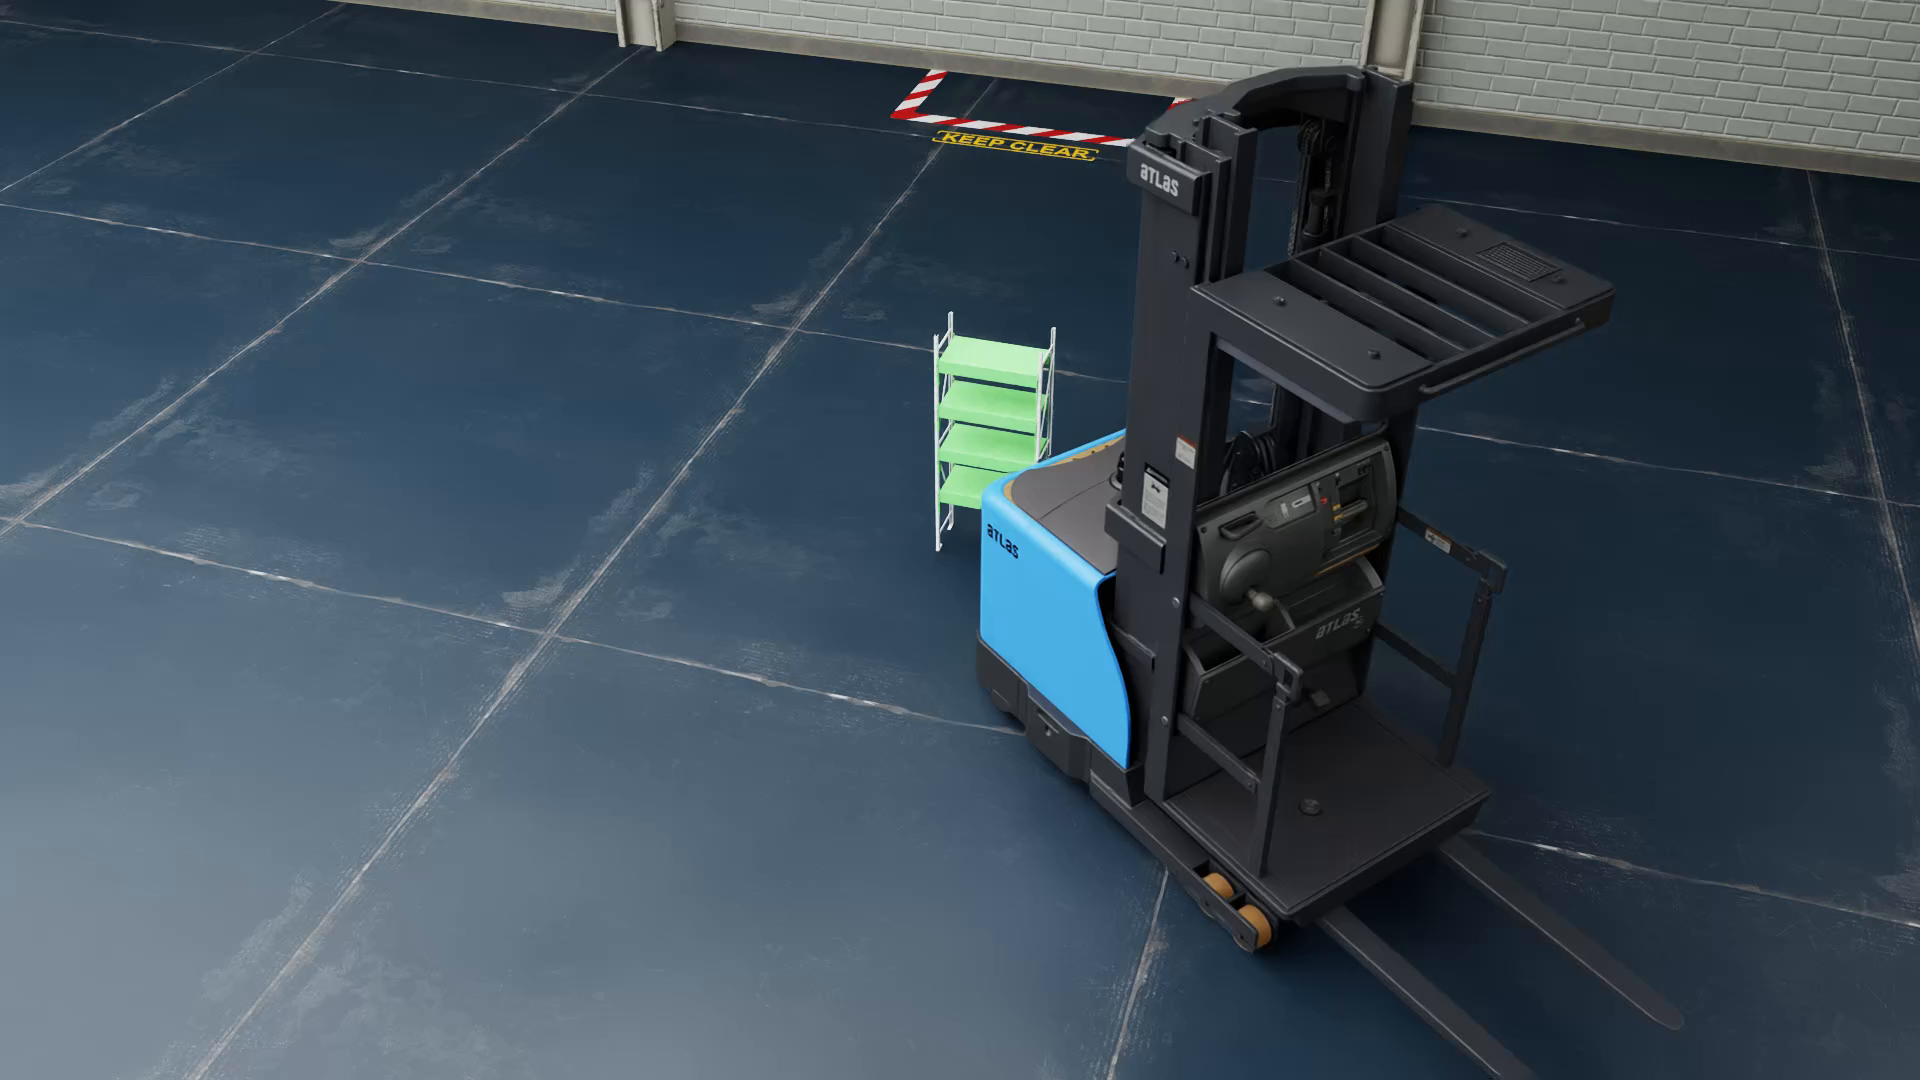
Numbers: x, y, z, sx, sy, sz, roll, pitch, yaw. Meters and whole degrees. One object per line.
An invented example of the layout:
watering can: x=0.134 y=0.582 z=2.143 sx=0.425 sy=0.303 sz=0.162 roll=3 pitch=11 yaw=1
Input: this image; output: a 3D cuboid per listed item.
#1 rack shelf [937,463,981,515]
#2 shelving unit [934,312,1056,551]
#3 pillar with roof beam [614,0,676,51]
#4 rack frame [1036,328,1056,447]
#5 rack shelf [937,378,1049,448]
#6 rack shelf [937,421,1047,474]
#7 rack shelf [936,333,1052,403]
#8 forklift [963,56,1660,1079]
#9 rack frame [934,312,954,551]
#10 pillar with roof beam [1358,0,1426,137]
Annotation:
rack shelf: x=0.158 y=-0.209 z=8.035 sx=0.480 sy=0.148 sz=0.258 roll=10 pitch=38 yaw=14
shelving unit: x=0.158 y=-0.454 z=7.855 sx=0.503 sy=1.200 sz=0.258 roll=10 pitch=38 yaw=14
pillar with roof beam: x=-3.885 y=-5.346 z=7.923 sx=0.400 sy=9.000 sz=9.100 roll=10 pitch=38 yaw=14
rack frame: x=0.391 y=-0.411 z=7.796 sx=0.015 sy=1.200 sz=0.240 roll=10 pitch=38 yaw=14
rack shelf: x=0.158 y=-0.596 z=7.750 sx=0.480 sy=0.148 sz=0.258 roll=10 pitch=38 yaw=14
rack shelf: x=0.158 y=-0.402 z=7.892 sx=0.480 sy=0.148 sz=0.258 roll=10 pitch=38 yaw=14
rack shelf: x=0.158 y=-0.789 z=7.608 sx=0.480 sy=0.148 sz=0.258 roll=10 pitch=38 yaw=14
forklift: x=1.268 y=-0.033 z=5.822 sx=1.130 sy=2.935 sz=3.031 roll=-22 pitch=42 yaw=-27
rack frame: x=-0.075 y=-0.497 z=7.913 sx=0.015 sy=1.200 sz=0.240 roll=10 pitch=38 yaw=14
pillar with roof beam: x=1.842 y=-4.286 z=6.482 sx=0.400 sy=9.000 sz=9.100 roll=10 pitch=38 yaw=14
